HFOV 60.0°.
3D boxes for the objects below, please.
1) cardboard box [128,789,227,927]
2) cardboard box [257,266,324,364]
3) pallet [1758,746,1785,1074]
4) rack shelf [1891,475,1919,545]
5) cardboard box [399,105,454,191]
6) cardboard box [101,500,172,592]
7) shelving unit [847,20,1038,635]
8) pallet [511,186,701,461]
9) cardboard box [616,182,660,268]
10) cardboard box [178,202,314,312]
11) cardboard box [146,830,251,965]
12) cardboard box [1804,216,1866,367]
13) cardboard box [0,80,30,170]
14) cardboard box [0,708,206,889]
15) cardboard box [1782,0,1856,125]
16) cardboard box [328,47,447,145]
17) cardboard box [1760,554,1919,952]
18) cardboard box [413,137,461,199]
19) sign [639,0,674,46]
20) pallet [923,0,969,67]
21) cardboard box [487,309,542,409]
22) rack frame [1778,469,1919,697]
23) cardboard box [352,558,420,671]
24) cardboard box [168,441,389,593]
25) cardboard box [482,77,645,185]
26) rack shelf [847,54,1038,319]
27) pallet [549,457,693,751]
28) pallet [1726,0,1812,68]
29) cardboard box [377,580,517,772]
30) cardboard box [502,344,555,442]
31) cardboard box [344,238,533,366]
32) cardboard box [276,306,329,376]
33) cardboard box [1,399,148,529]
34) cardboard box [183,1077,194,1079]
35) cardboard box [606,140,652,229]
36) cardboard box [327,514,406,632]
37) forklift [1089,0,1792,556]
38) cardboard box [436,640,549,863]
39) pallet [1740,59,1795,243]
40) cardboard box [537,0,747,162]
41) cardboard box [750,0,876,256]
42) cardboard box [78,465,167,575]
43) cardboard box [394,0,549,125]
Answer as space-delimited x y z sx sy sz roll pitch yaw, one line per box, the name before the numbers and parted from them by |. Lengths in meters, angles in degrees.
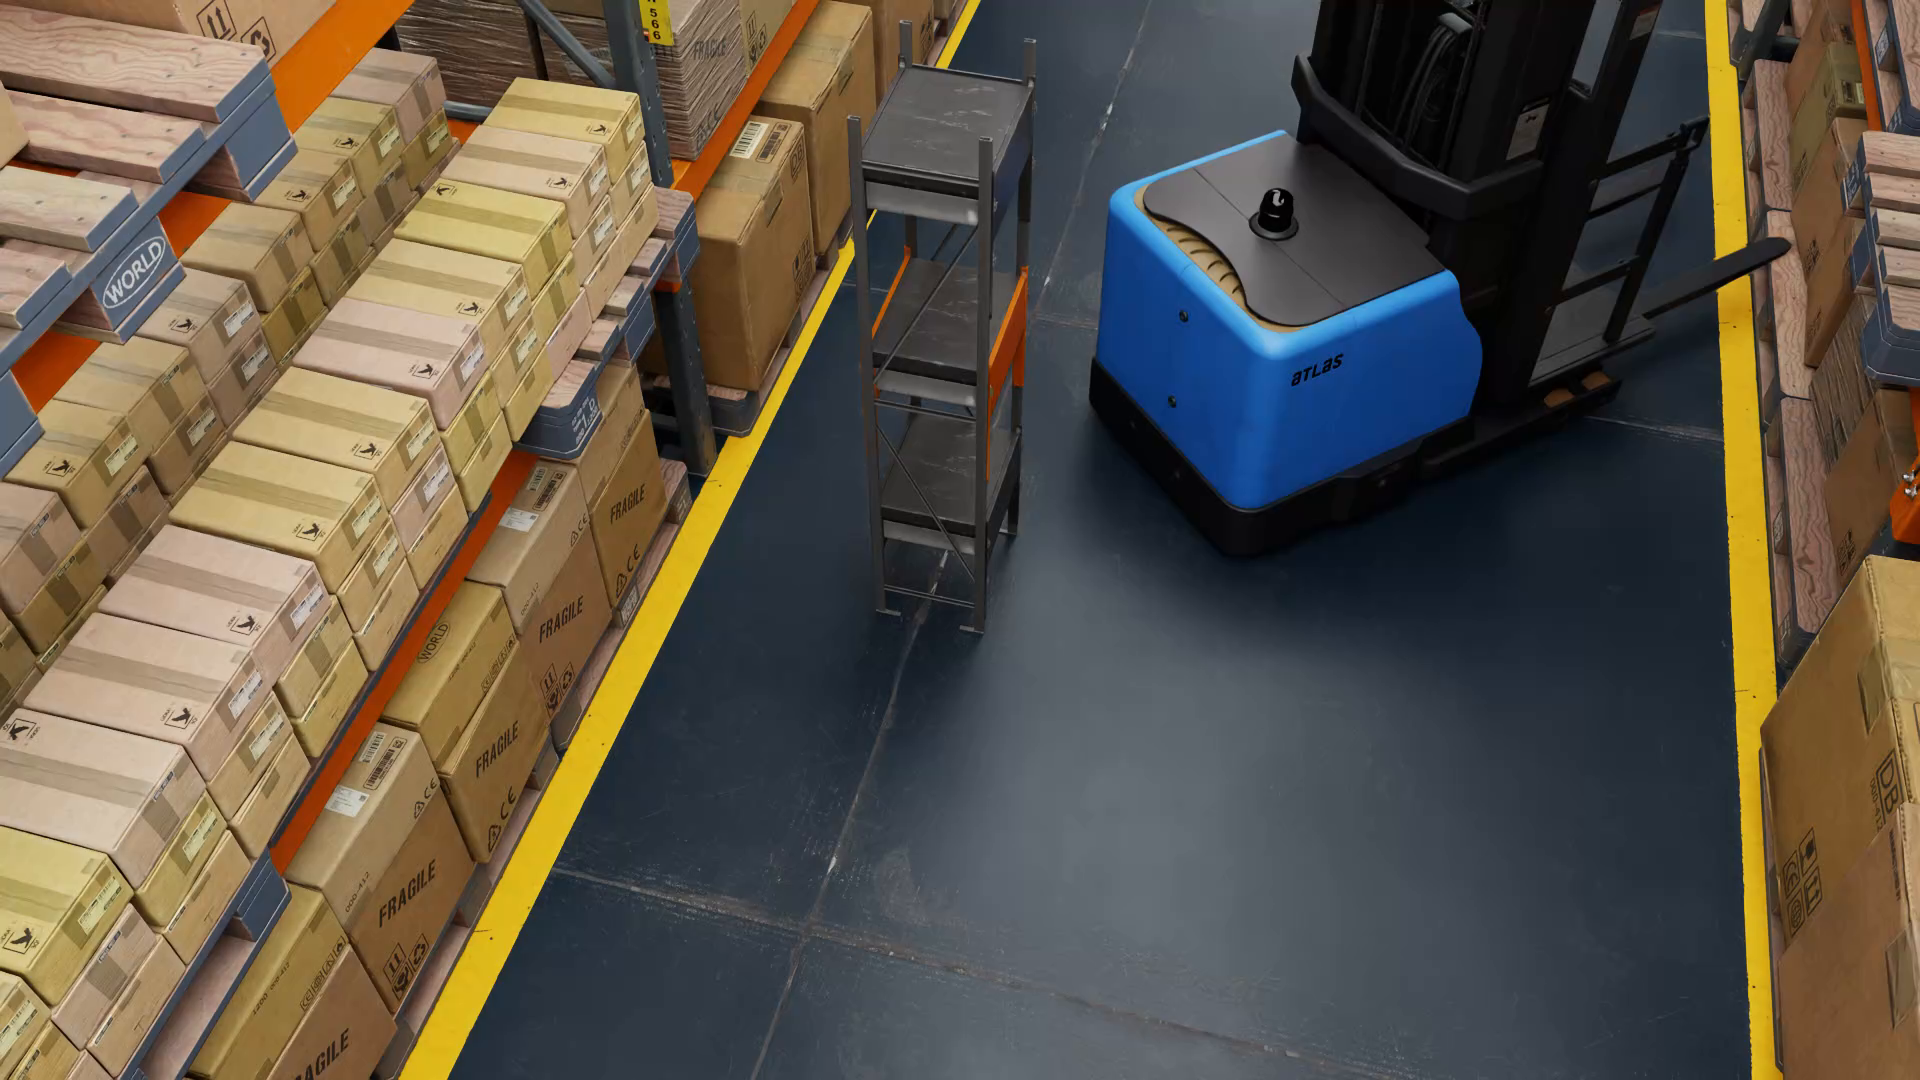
cardboard box | -1.752 0.612 3.398 0.380 0.149 0.250 10 49 8
cardboard box | -1.972 -0.642 4.505 0.380 0.149 0.250 12 50 10
pallet | 3.030 1.160 5.086 1.003 0.211 1.213 12 50 10
rack shelf | 2.784 1.366 3.523 1.077 0.370 4.000 12 50 10
cardboard box | -1.769 -1.215 5.010 0.380 0.149 0.250 14 50 12
cardboard box | -2.177 0.005 4.132 0.380 0.149 0.250 10 49 9
shelving unit | -0.044 -0.575 5.357 0.431 2.100 0.503 12 50 10
pallet | -1.533 -0.770 5.057 1.213 0.211 1.003 12 50 10
cardboard box | -1.134 -0.979 5.000 0.380 0.149 0.250 12 50 11
cardboard box | -1.964 -0.764 4.414 0.380 0.149 0.250 10 49 8
cardboard box | -1.749 0.710 3.510 0.380 0.149 0.250 12 50 10
cardboard box | 3.744 -0.941 6.453 0.700 0.500 0.500 15 50 13
cardboard box | -1.968 -0.734 2.548 0.797 0.503 0.637 11 49 10
cardboard box | -1.748 0.508 3.291 0.380 0.149 0.250 11 49 10
cardboard box | 4.181 -2.090 7.468 0.700 0.500 0.500 8 49 7
cardboard box | -1.758 -1.324 4.908 0.380 0.149 0.250 12 50 10
cardboard box | 3.109 0.741 4.733 1.225 0.875 0.875 9 49 8
cardboard box | -1.761 -1.142 5.145 0.380 0.149 0.250 11 49 10
sign | -0.922 -1.627 4.966 0.100 0.325 0.005 12 50 10
pallet | -0.526 -2.768 8.552 1.003 0.211 1.213 12 50 10
cardboard box | -1.341 -0.512 4.390 0.380 0.149 0.250 12 50 10
rack frame | 3.310 -0.318 4.530 1.000 3.000 0.127 12 50 10
cardboard box | -1.546 0.146 4.008 0.380 0.149 0.250 10 49 8
cardboard box | -1.547 -0.055 3.789 0.380 0.149 0.250 13 50 11
cardboard box | -1.135 -1.178 4.780 0.380 0.149 0.250 10 49 9
rack shelf | -0.044 -1.029 4.842 0.431 0.518 0.480 12 50 10
pallet | -1.655 0.117 6.006 1.003 0.211 1.213 12 50 10
pallet | 4.506 -2.782 8.564 1.003 0.211 1.213 12 50 10
cardboard box | -1.646 0.348 4.829 0.500 0.250 0.500 13 50 11
cardboard box | -1.338 -0.434 4.519 0.380 0.149 0.250 11 49 10
cardboard box | -1.339 -0.613 4.281 0.380 0.149 0.250 13 50 11
cardboard box | -1.971 -0.557 4.629 0.380 0.149 0.250 14 50 12
cardboard box | -2.170 -0.196 3.913 0.380 0.149 0.250 11 49 10
cardboard box | -2.051 1.481 3.829 0.500 0.250 0.500 10 49 8
cardboard box | -1.139 -1.077 4.889 0.380 0.149 0.250 12 50 11
cardboard box | -1.544 0.043 3.901 0.380 0.149 0.250 11 49 9
forklift | 2.054 -1.735 5.826 3.031 2.935 1.130 -23 52 -19
cardboard box | -1.633 0.606 5.102 0.500 0.500 0.500 10 49 8
pallet | 4.160 -1.725 7.632 1.003 0.211 1.213 12 50 10
cardboard box | -1.069 -1.675 5.661 0.500 0.500 0.500 12 50 10
cardboard box | -0.974 -1.821 7.076 1.050 0.750 0.750 12 50 11
cardboard box | -2.174 -0.087 4.015 0.380 0.149 0.250 13 50 11
cardboard box | -1.589 -1.782 5.756 0.500 0.500 0.500 12 50 10
